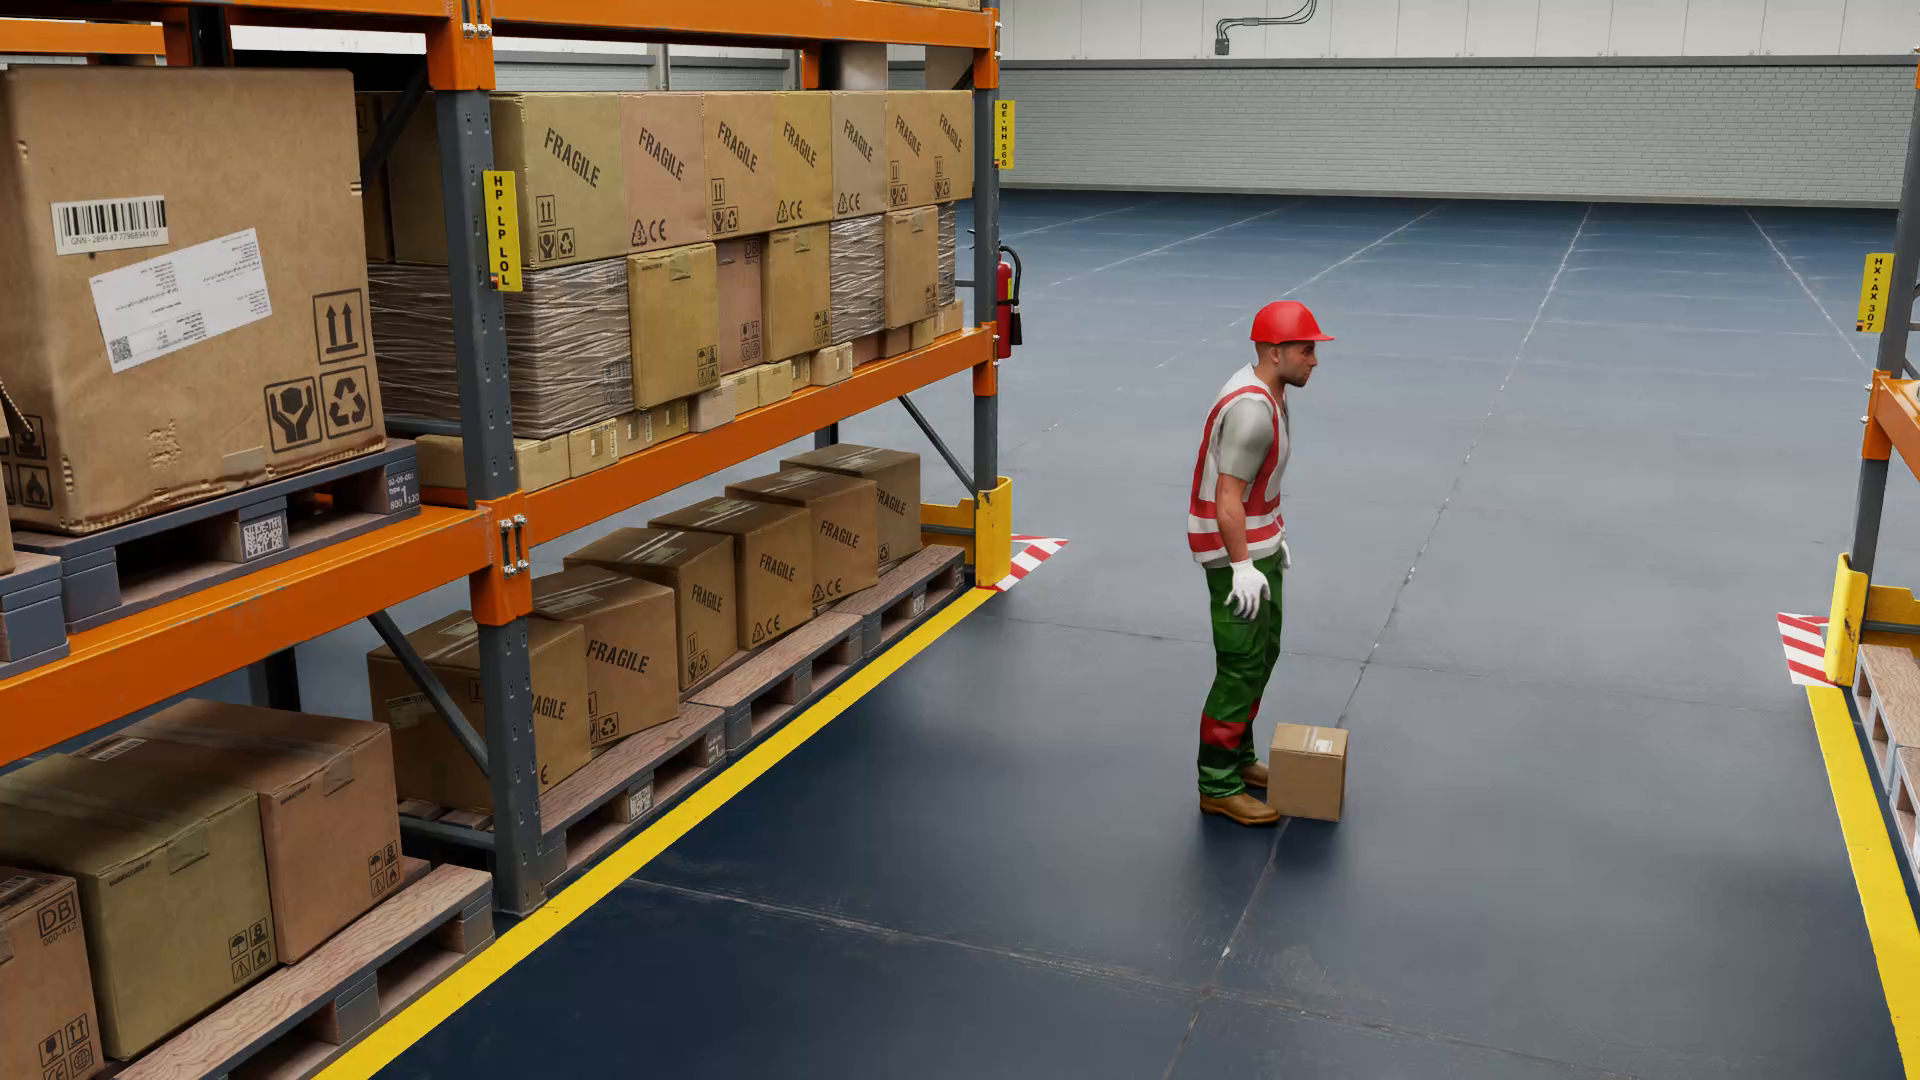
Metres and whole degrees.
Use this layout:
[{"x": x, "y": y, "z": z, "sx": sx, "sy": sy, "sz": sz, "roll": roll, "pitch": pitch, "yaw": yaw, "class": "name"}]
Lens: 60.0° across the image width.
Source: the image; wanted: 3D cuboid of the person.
[{"x": 1.024, "y": 0.060, "z": 5.773, "sx": 0.454, "sy": 1.779, "sz": 0.620, "roll": 6, "pitch": 16, "yaw": 20, "class": "person"}]
